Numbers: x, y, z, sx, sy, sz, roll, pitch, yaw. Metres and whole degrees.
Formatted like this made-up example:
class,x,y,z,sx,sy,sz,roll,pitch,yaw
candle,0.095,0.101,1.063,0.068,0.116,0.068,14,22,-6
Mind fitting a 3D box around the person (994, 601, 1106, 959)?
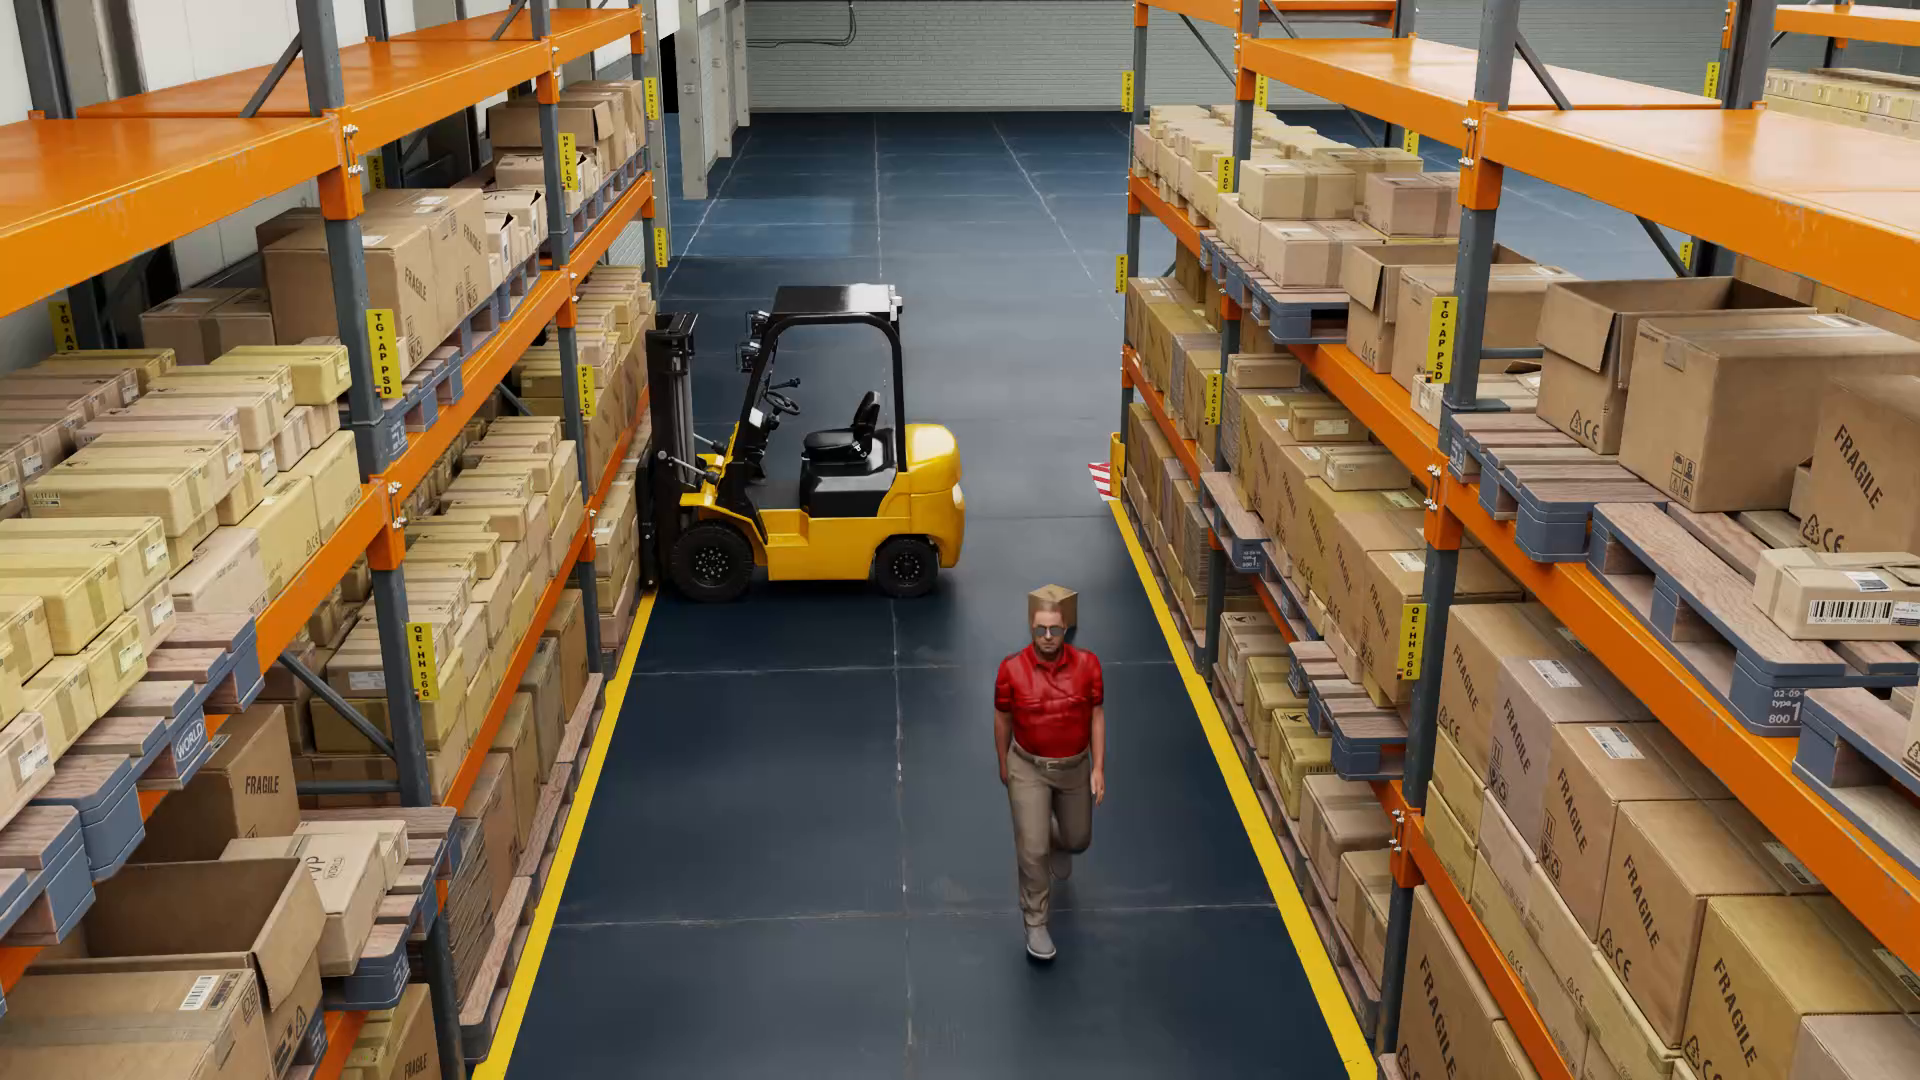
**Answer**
class,x,y,z,sx,sy,sz,roll,pitch,yaw
person,0.436,1.094,8.105,0.524,1.690,0.843,-3,21,-9
